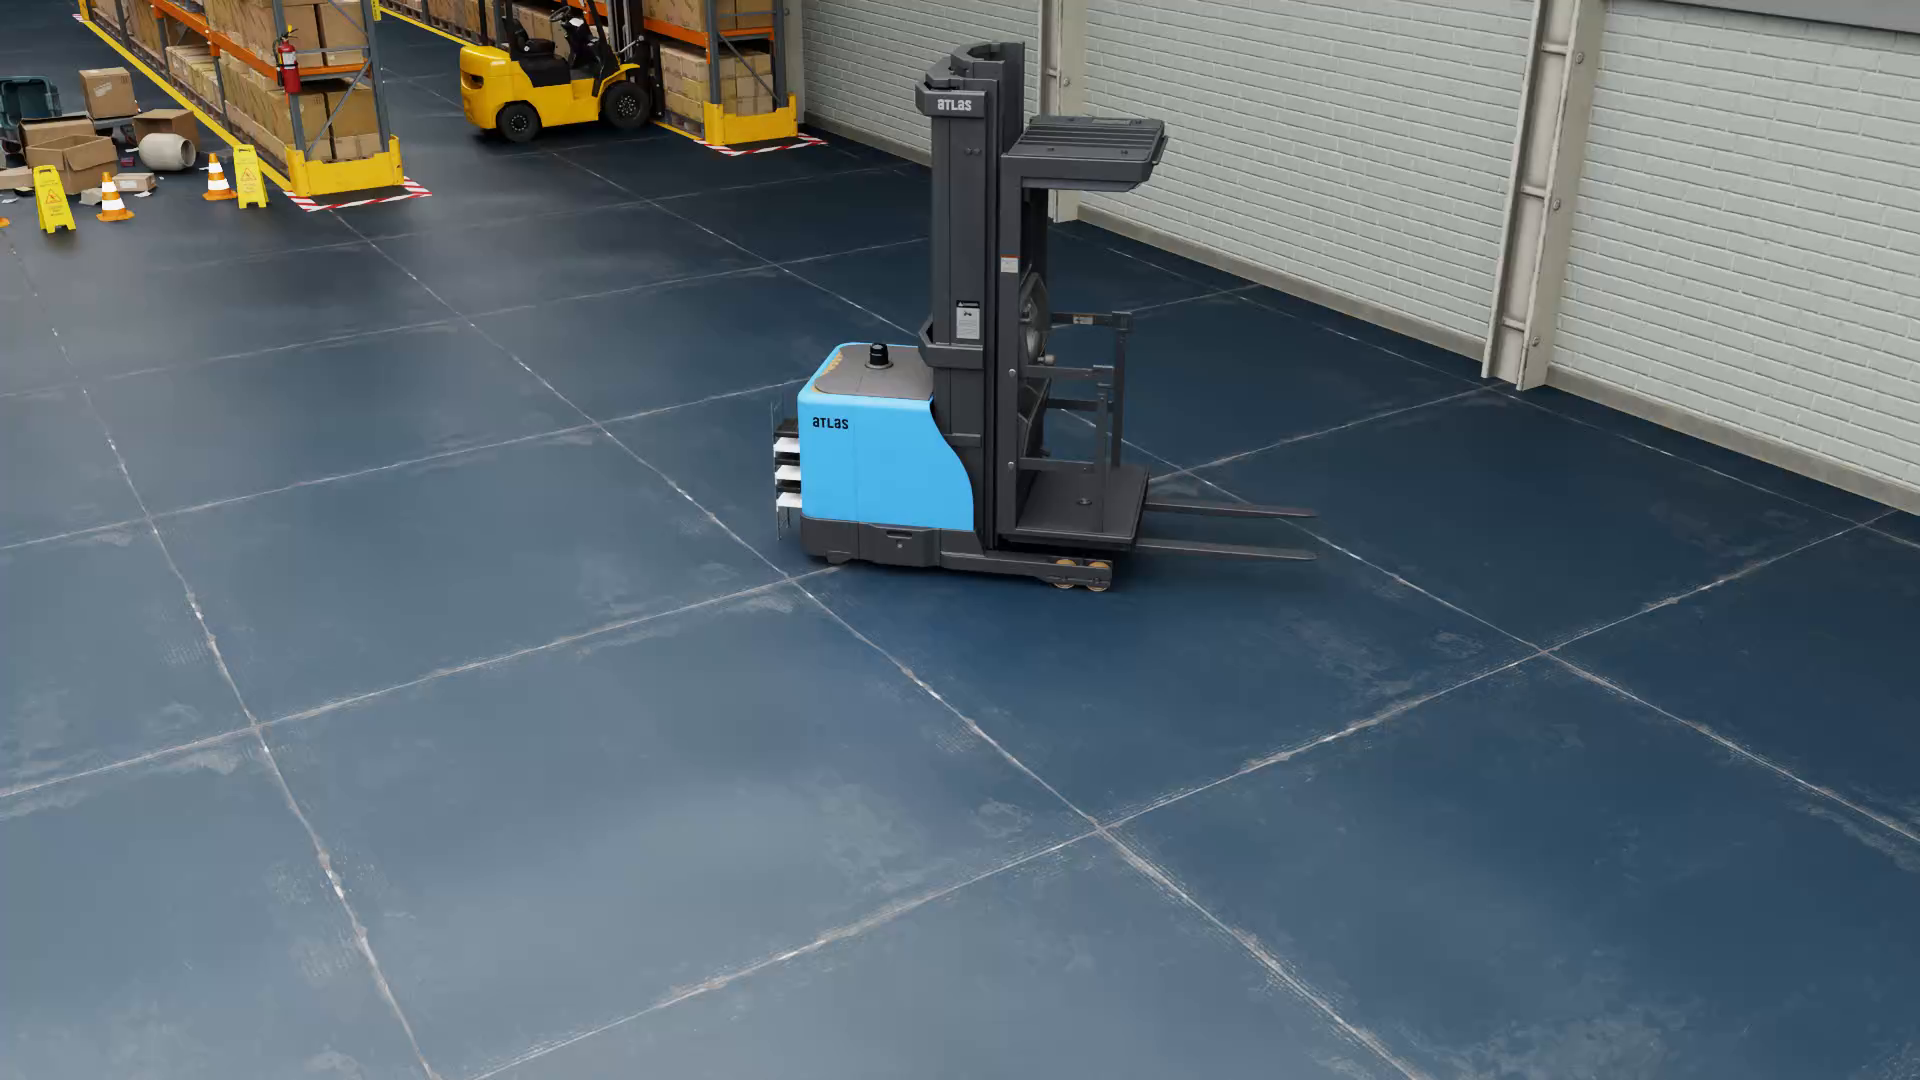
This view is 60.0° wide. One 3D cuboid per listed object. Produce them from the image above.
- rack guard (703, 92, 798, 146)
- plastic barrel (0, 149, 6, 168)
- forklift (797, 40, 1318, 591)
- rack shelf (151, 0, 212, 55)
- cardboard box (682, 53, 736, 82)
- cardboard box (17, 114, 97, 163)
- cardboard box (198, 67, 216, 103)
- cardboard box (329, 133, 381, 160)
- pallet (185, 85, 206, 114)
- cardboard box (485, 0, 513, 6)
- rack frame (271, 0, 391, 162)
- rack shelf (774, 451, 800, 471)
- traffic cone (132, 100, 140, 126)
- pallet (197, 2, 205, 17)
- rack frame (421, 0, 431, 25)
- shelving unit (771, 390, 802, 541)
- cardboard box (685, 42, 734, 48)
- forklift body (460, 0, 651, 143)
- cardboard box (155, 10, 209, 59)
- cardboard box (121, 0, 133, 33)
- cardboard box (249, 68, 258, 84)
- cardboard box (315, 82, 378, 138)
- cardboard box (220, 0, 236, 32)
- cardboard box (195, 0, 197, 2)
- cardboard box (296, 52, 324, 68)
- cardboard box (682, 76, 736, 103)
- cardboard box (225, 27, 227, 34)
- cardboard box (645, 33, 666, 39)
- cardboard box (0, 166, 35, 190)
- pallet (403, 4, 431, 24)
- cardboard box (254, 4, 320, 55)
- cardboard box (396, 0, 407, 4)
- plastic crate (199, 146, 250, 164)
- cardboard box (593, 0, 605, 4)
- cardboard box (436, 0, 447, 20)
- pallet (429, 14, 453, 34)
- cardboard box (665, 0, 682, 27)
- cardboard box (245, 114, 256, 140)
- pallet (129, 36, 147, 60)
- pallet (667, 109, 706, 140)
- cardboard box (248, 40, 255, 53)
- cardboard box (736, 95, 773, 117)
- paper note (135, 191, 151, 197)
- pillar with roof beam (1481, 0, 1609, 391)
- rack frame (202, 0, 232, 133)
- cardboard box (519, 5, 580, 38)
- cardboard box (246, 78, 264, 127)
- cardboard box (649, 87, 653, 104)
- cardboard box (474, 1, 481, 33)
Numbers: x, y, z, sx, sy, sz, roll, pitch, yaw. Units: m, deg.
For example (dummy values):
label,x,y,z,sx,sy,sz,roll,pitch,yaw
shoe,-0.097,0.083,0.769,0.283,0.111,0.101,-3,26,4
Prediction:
label,x,y,z,sx,sy,sz,roll,pitch,yaw
rack guard,-2.622,-5.293,20.876,1.175,0.500,0.348,-16,29,-30
plastic barrel,-11.163,-4.301,18.865,0.512,0.421,0.421,3,25,6
forklift,0.617,-1.275,9.518,3.031,2.935,1.130,5,26,10
rack shelf,-10.067,-7.094,22.607,1.077,0.370,4.000,-16,29,-30
cardboard box,-3.148,-5.922,20.839,0.500,0.250,0.500,-14,29,-28
cardboard box,-10.389,-4.577,19.196,0.797,0.637,0.503,-16,29,-30
cardboard box,-9.659,-6.149,22.348,0.950,0.372,0.625,-14,28,-26
cardboard box,-7.000,-4.573,19.152,0.500,0.250,0.500,-16,30,-30
pallet,-10.072,-6.158,23.047,1.003,0.211,1.213,-16,29,-30
cardboard box,-7.484,-8.763,26.976,0.380,0.149,0.250,-17,30,-32
rack frame,-6.792,-5.273,17.907,1.000,3.000,0.127,-16,29,-30
rack shelf,-0.996,-0.497,10.115,0.200,0.077,0.258,5,26,10
traffic cone,-10.825,-5.674,21.728,0.336,0.463,0.334,-16,29,-30
pallet,-9.271,-6.925,21.629,1.003,0.211,1.213,-16,29,-30
rack frame,-9.186,-10.724,29.452,1.000,3.000,0.127,-16,29,-30
shelving unit,-0.996,-0.445,10.139,0.210,0.900,0.258,5,26,10
cardboard box,-3.278,-6.405,21.863,0.500,0.250,0.500,-16,30,-30
forklift body,-5.199,-6.301,21.077,2.313,2.155,1.214,-16,29,-30
cardboard box,-11.466,-7.630,24.897,0.875,0.875,0.875,-16,30,-30
cardboard box,-13.595,-8.846,27.985,0.875,0.438,0.875,-16,30,-30
cardboard box,-7.981,-5.379,19.221,0.380,0.149,0.250,-14,29,-27
cardboard box,-7.014,-4.920,19.010,0.500,0.500,0.500,-17,30,-31
cardboard box,-8.412,-6.305,19.626,0.500,0.500,0.500,-16,30,-30
cardboard box,-9.617,-6.999,21.364,0.380,0.149,0.250,-17,30,-31
cardboard box,-7.175,-5.244,18.138,0.380,0.149,0.250,-14,29,-28
cardboard box,-3.162,-5.705,20.965,0.500,0.250,0.500,-16,30,-30
cardboard box,-8.720,-6.237,20.242,0.380,0.149,0.250,-16,29,-30
cardboard box,-4.265,-6.654,22.390,0.500,0.250,0.500,-14,29,-28
cardboard box,-10.586,-4.092,18.608,0.396,0.266,0.258,-10,27,-21
pallet,-9.560,-9.708,30.568,1.003,0.211,1.213,-16,29,-30
cardboard box,-7.319,-5.583,18.097,0.500,0.500,0.500,-16,30,-30
cardboard box,-10.114,-10.287,30.963,0.700,0.500,0.500,-17,30,-31
plastic crate,-8.805,-4.631,19.967,0.583,0.080,0.402,18,31,33
cardboard box,-4.795,-7.688,22.904,0.500,0.500,0.500,-16,30,-31
cardboard box,-8.811,-9.370,29.020,0.500,0.500,0.500,-16,30,-30
pallet,-8.710,-9.180,29.450,1.003,0.211,1.213,-16,29,-30
cardboard box,-3.399,-6.779,20.980,0.500,0.500,0.500,-15,29,-28
cardboard box,-8.287,-4.999,20.055,0.500,0.250,0.500,-16,30,-30
pallet,-12.858,-8.046,27.047,1.003,0.211,1.213,-16,29,-30
pallet,-3.087,-5.434,21.514,1.003,0.211,1.213,-16,29,-30
cardboard box,-7.932,-5.685,19.073,0.380,0.149,0.250,-16,30,-30
cardboard box,-2.739,-5.599,21.326,0.500,0.250,0.500,-15,29,-29
paper note,-8.975,-3.805,18.274,0.142,0.019,0.148,18,31,33
pillar with roof beam,0.684,-4.308,8.835,9.100,9.000,0.400,-16,29,-30
rack frame,-8.975,-6.704,20.938,1.000,3.000,0.127,-16,29,-30
cardboard box,-6.310,-7.951,25.868,0.875,0.625,0.625,-14,29,-28
cardboard box,-8.005,-5.153,19.502,0.500,0.500,0.500,-16,30,-31
cardboard box,-3.987,-6.014,22.205,0.500,0.250,0.500,-15,29,-28
cardboard box,-7.677,-8.635,27.464,0.500,0.500,0.500,-16,30,-30
